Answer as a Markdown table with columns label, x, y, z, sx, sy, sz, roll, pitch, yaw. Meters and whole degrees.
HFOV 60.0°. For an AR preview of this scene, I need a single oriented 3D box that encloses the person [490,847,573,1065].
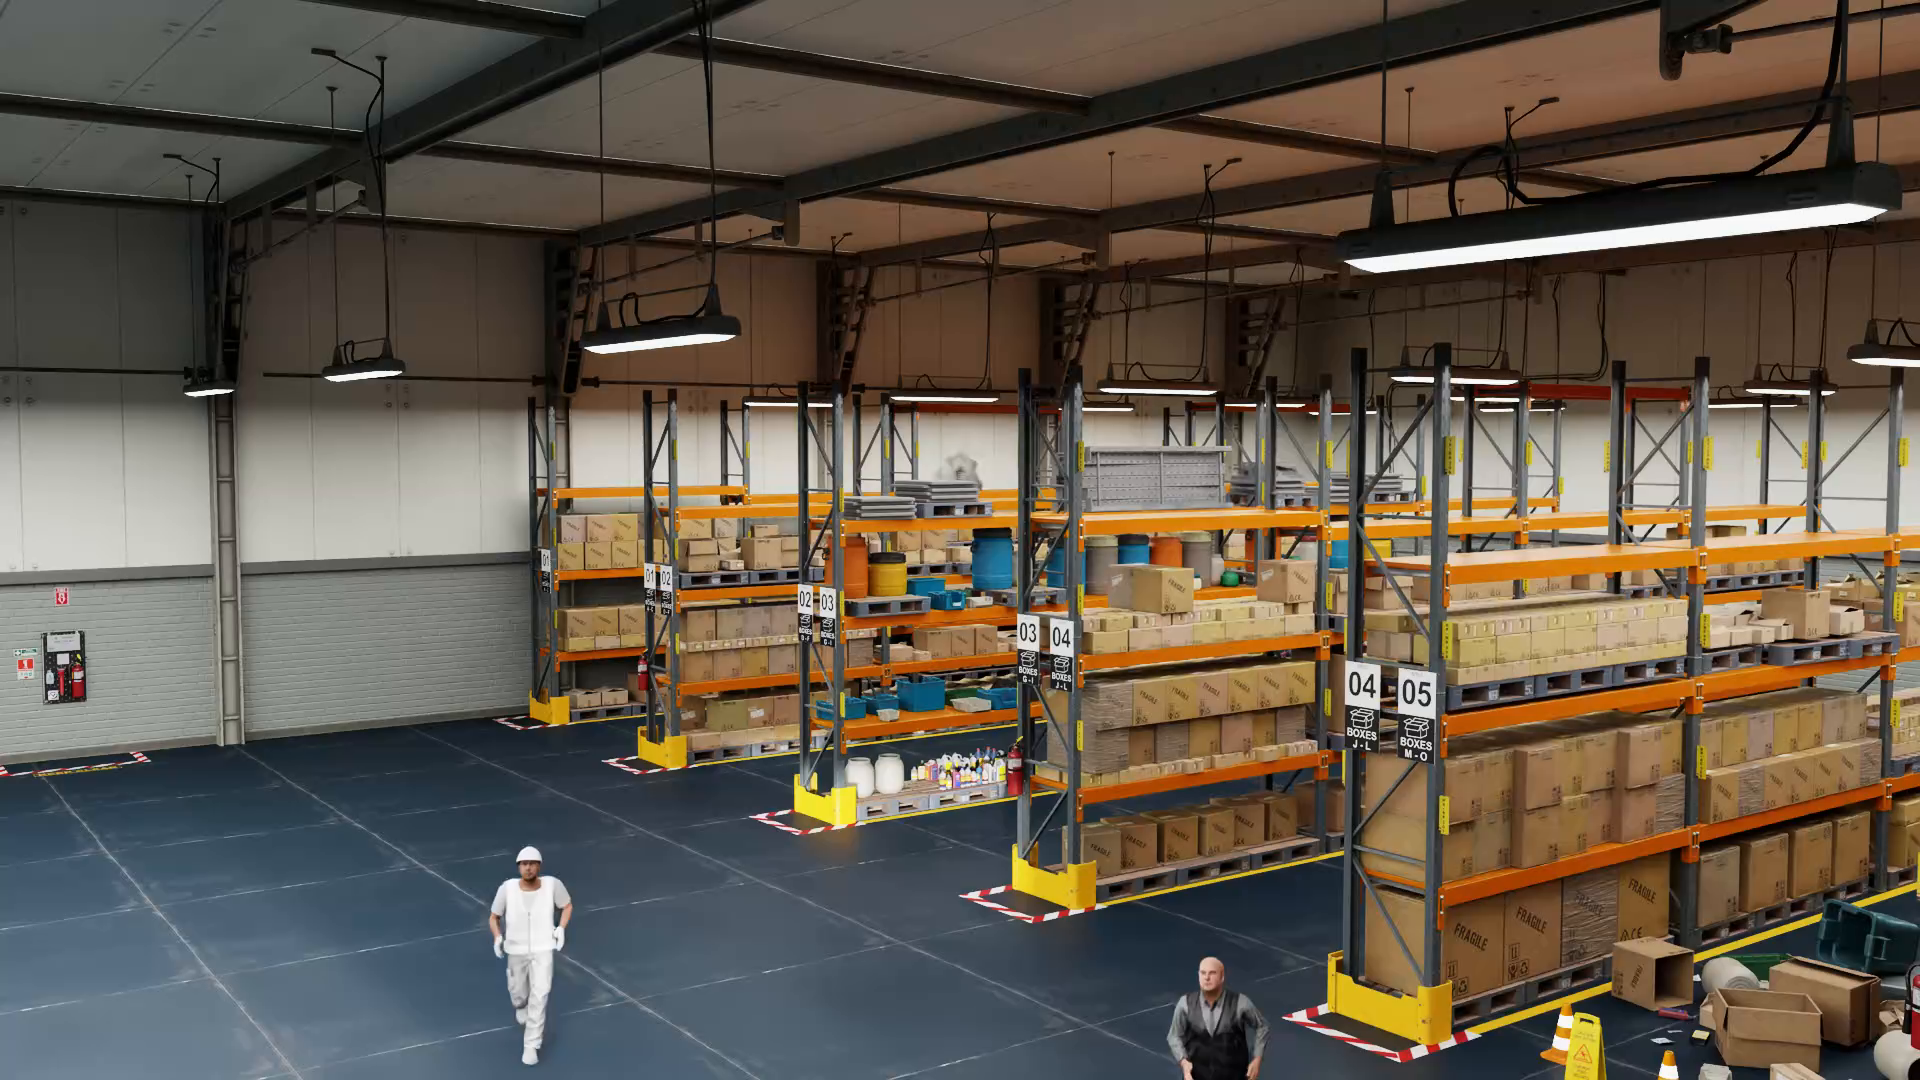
| label | x | y | z | sx | sy | sz | roll | pitch | yaw |
| --- | --- | --- | --- | --- | --- | --- | --- | --- | --- |
| person | -3.632 | 3.468 | 14.103 | 0.688 | 1.757 | 0.767 | -1 | 3 | -12 |

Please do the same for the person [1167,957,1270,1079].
| label | x | y | z | sx | sy | sz | roll | pitch | yaw |
| --- | --- | --- | --- | --- | --- | --- | --- | --- | --- |
| person | 1.718 | 3.656 | 11.187 | 0.671 | 1.678 | 0.592 | 1 | 4 | 16 |
